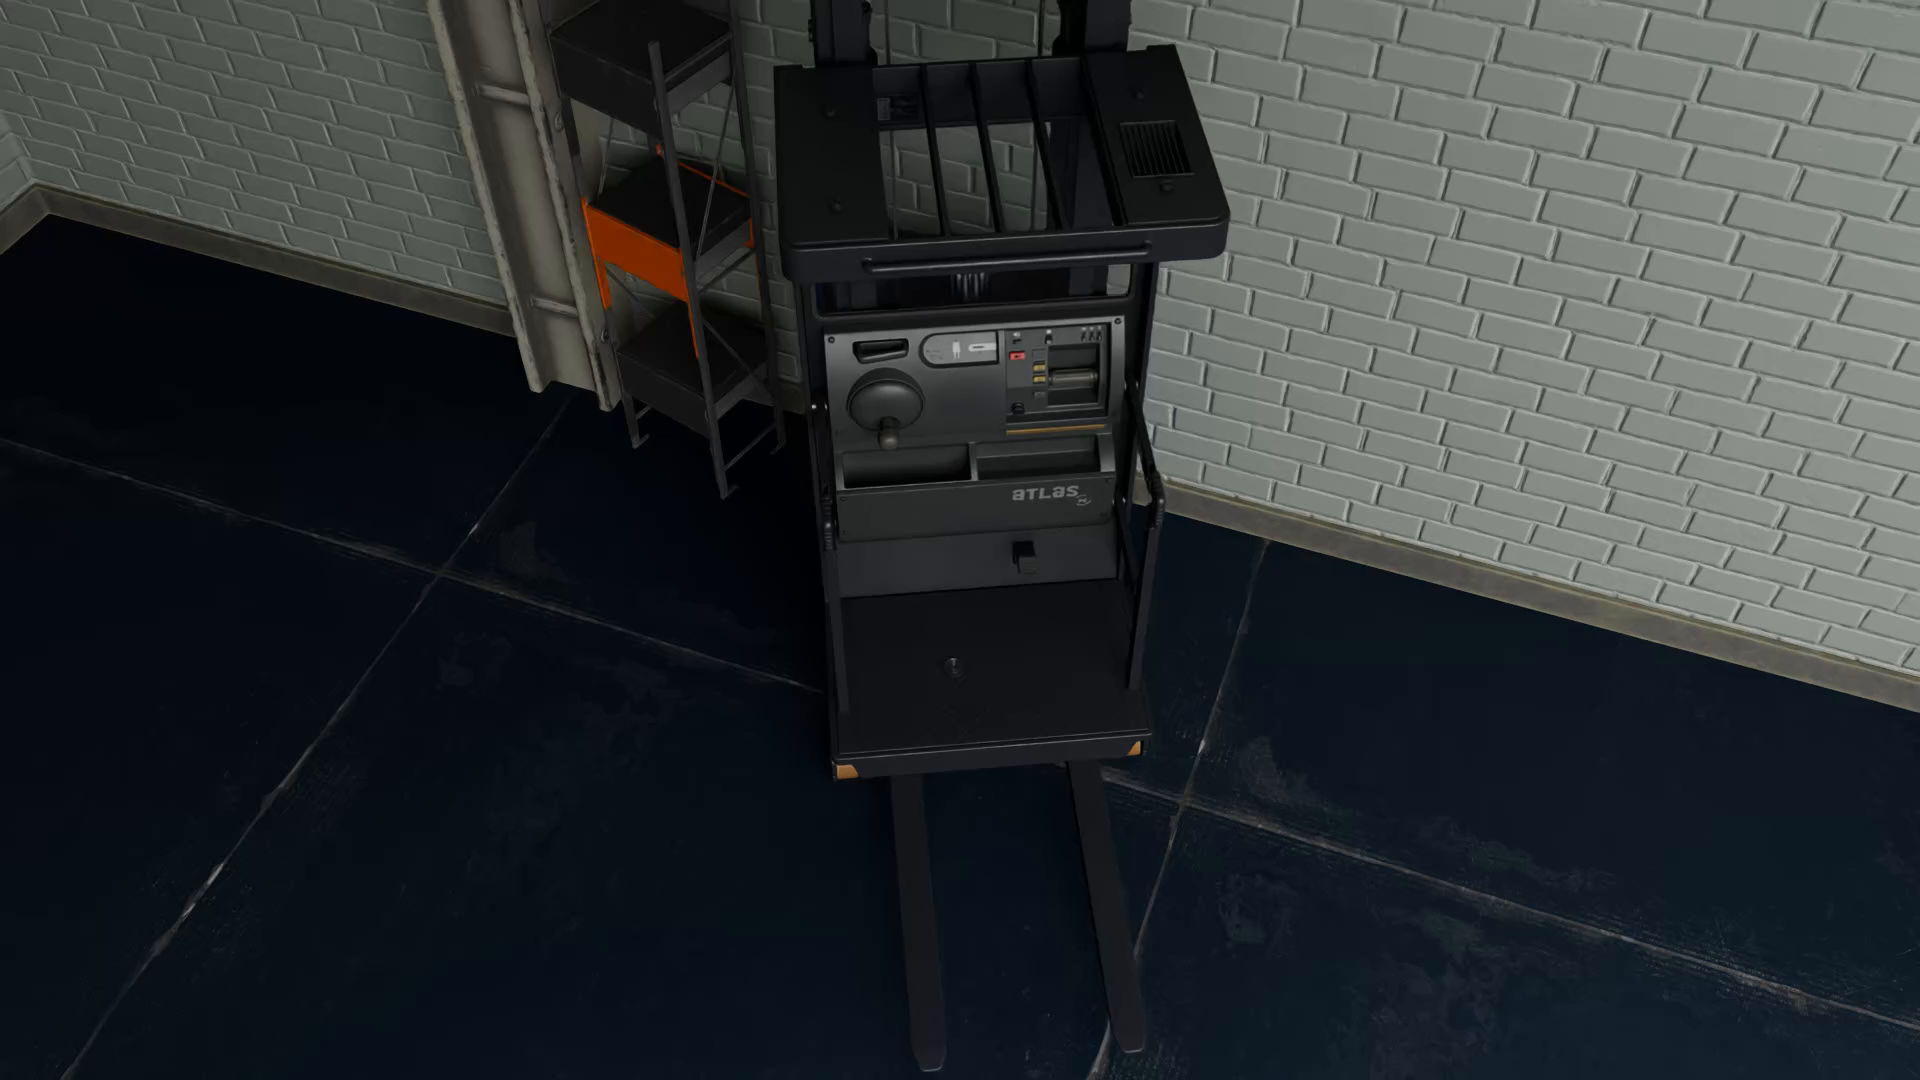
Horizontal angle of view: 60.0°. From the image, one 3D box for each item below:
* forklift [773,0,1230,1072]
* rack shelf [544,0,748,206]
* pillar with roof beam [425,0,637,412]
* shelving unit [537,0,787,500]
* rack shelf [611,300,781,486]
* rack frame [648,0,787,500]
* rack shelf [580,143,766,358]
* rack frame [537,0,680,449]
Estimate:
[{"bbox_3d":[0.072,-0.394,5.019,1.130,2.935,3.031,-4,49,-4],"label":"forklift"},{"bbox_3d":[-1.048,-1.534,5.648,0.480,0.518,0.431,29,55,23],"label":"rack shelf"},{"bbox_3d":[-3.113,-0.601,1.183,0.400,9.000,9.100,16,51,13],"label":"pillar with roof beam"},{"bbox_3d":[-1.048,-1.084,6.167,0.503,2.100,0.431,29,55,23],"label":"shelving unit"},{"bbox_3d":[-1.048,-0.617,6.706,0.480,0.518,0.431,29,55,23],"label":"rack shelf"},{"bbox_3d":[-0.850,-0.976,6.073,0.015,2.100,0.400,29,55,23],"label":"rack frame"},{"bbox_3d":[-1.048,-1.075,6.177,0.480,0.518,0.431,29,55,23],"label":"rack shelf"},{"bbox_3d":[-1.246,-1.192,6.260,0.015,2.100,0.400,29,55,23],"label":"rack frame"}]
